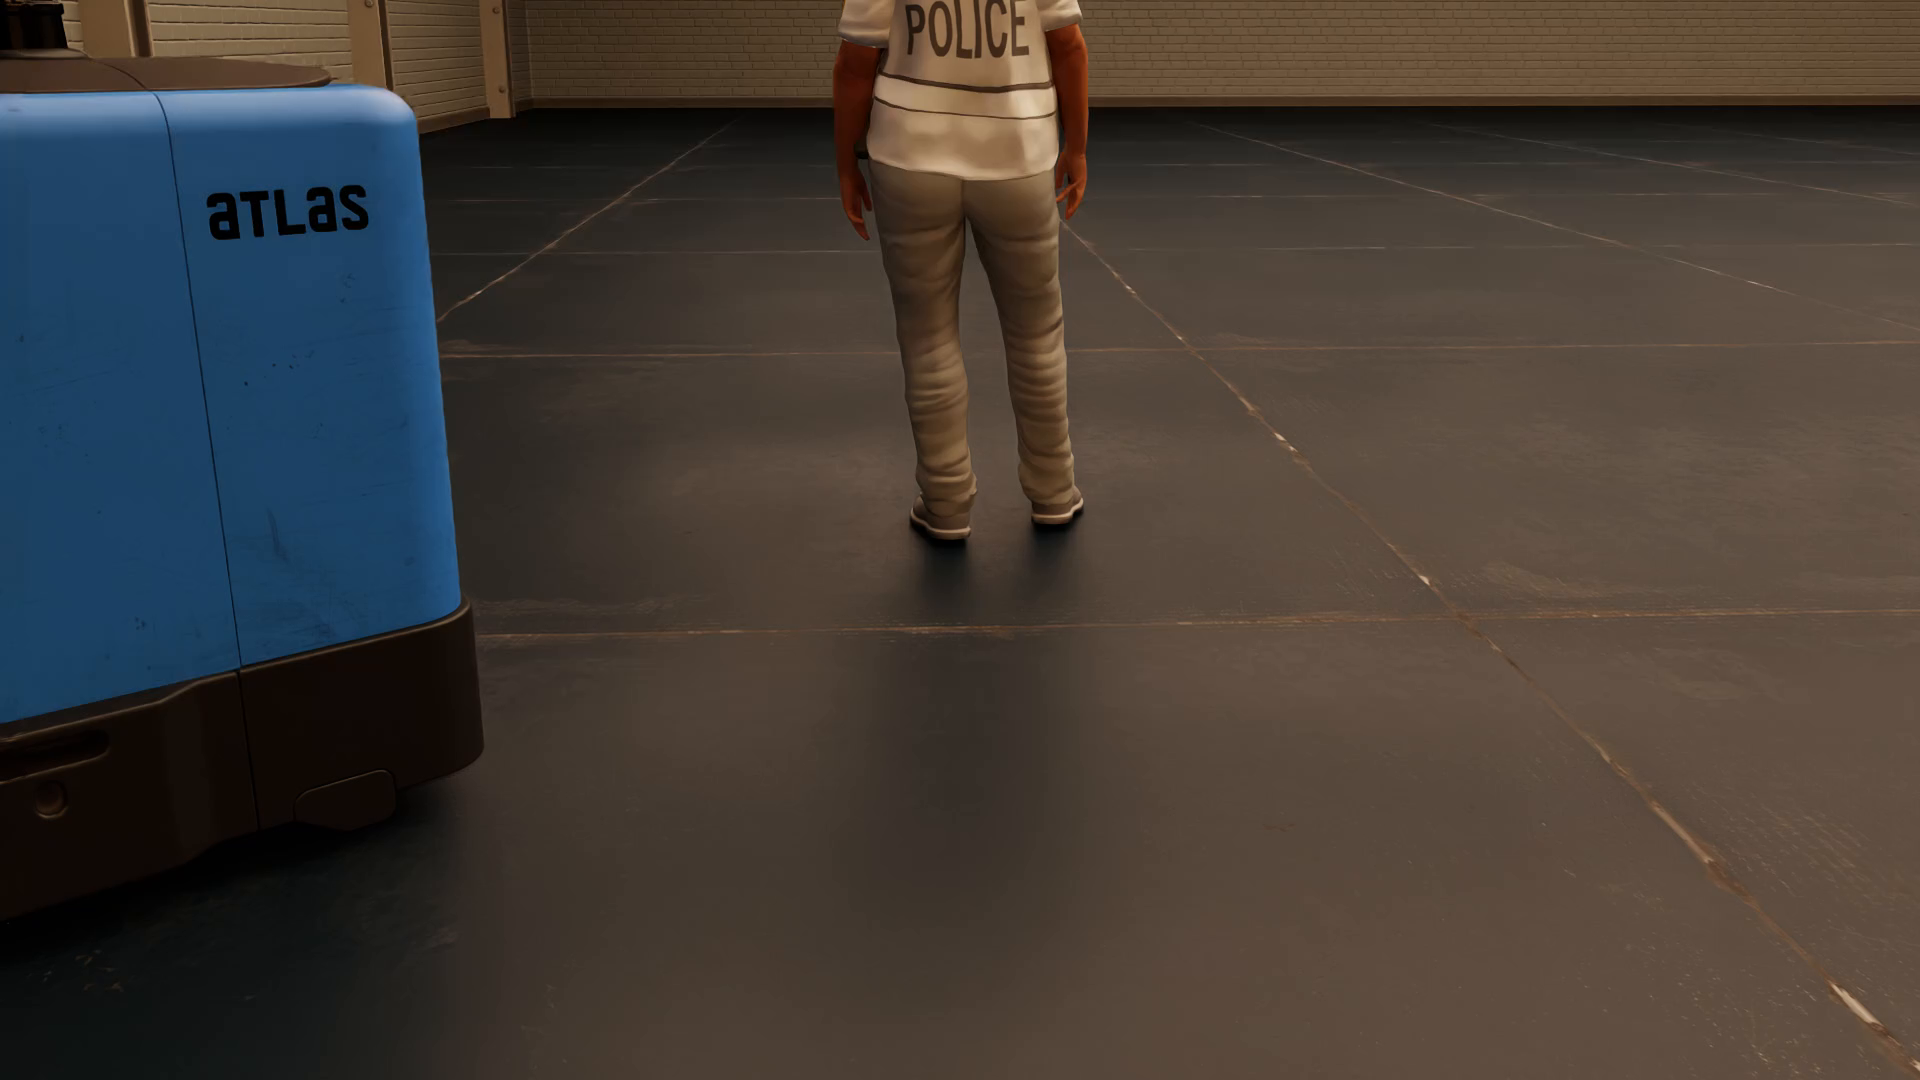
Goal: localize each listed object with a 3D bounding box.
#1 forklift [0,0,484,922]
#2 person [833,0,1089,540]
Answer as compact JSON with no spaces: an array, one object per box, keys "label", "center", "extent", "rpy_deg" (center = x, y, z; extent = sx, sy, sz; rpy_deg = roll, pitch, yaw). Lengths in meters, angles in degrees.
[{"label":"forklift","center":[-2.182,-0.819,1.584],"extent":[3.031,2.935,1.130],"rpy_deg":[-14,22,-39]},{"label":"person","center":[0.019,-0.826,3.747],"extent":[0.598,1.670,0.529],"rpy_deg":[-1,17,-3]}]
